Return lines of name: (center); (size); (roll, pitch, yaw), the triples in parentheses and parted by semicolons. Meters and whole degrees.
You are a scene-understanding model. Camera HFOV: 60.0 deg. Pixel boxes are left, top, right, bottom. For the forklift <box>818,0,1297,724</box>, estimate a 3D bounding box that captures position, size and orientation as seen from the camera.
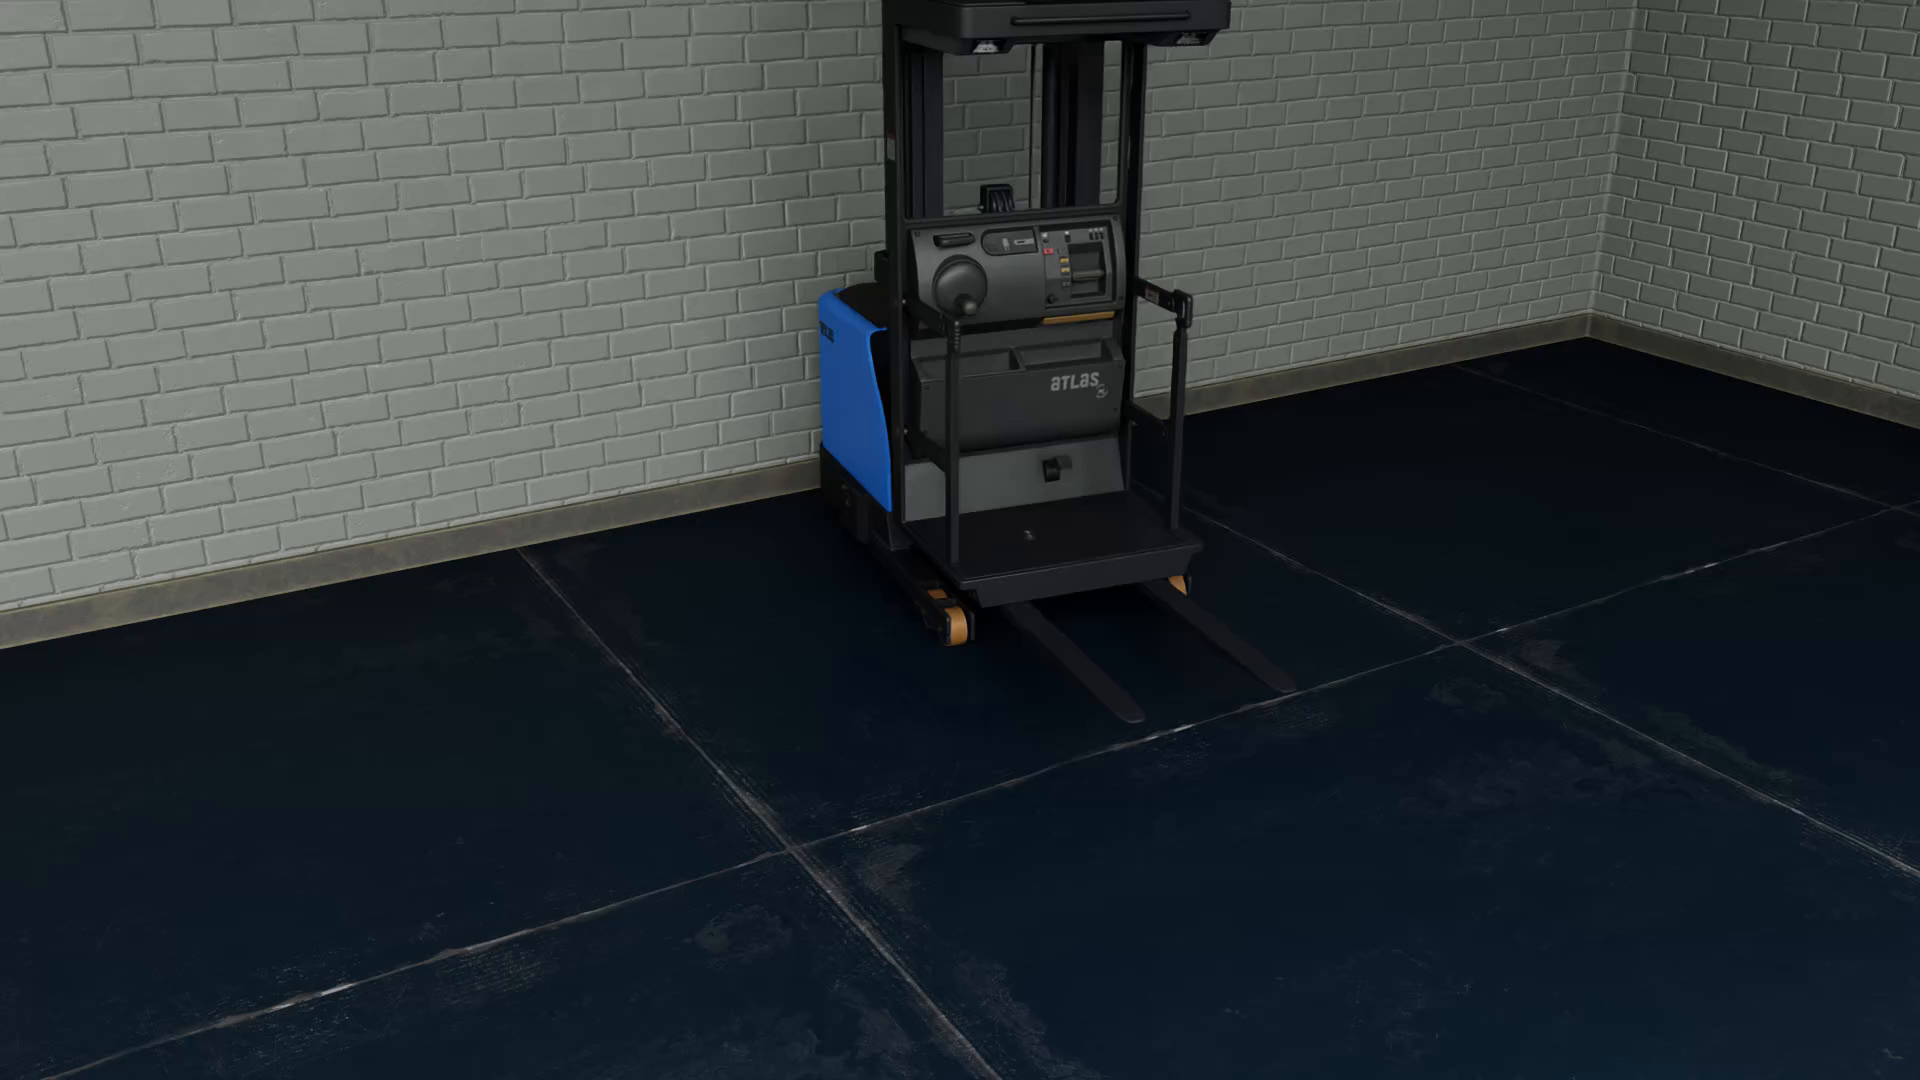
forklift: (0.329, -1.103, 6.632); (1.130, 2.935, 3.031); (-9, 24, -20)
